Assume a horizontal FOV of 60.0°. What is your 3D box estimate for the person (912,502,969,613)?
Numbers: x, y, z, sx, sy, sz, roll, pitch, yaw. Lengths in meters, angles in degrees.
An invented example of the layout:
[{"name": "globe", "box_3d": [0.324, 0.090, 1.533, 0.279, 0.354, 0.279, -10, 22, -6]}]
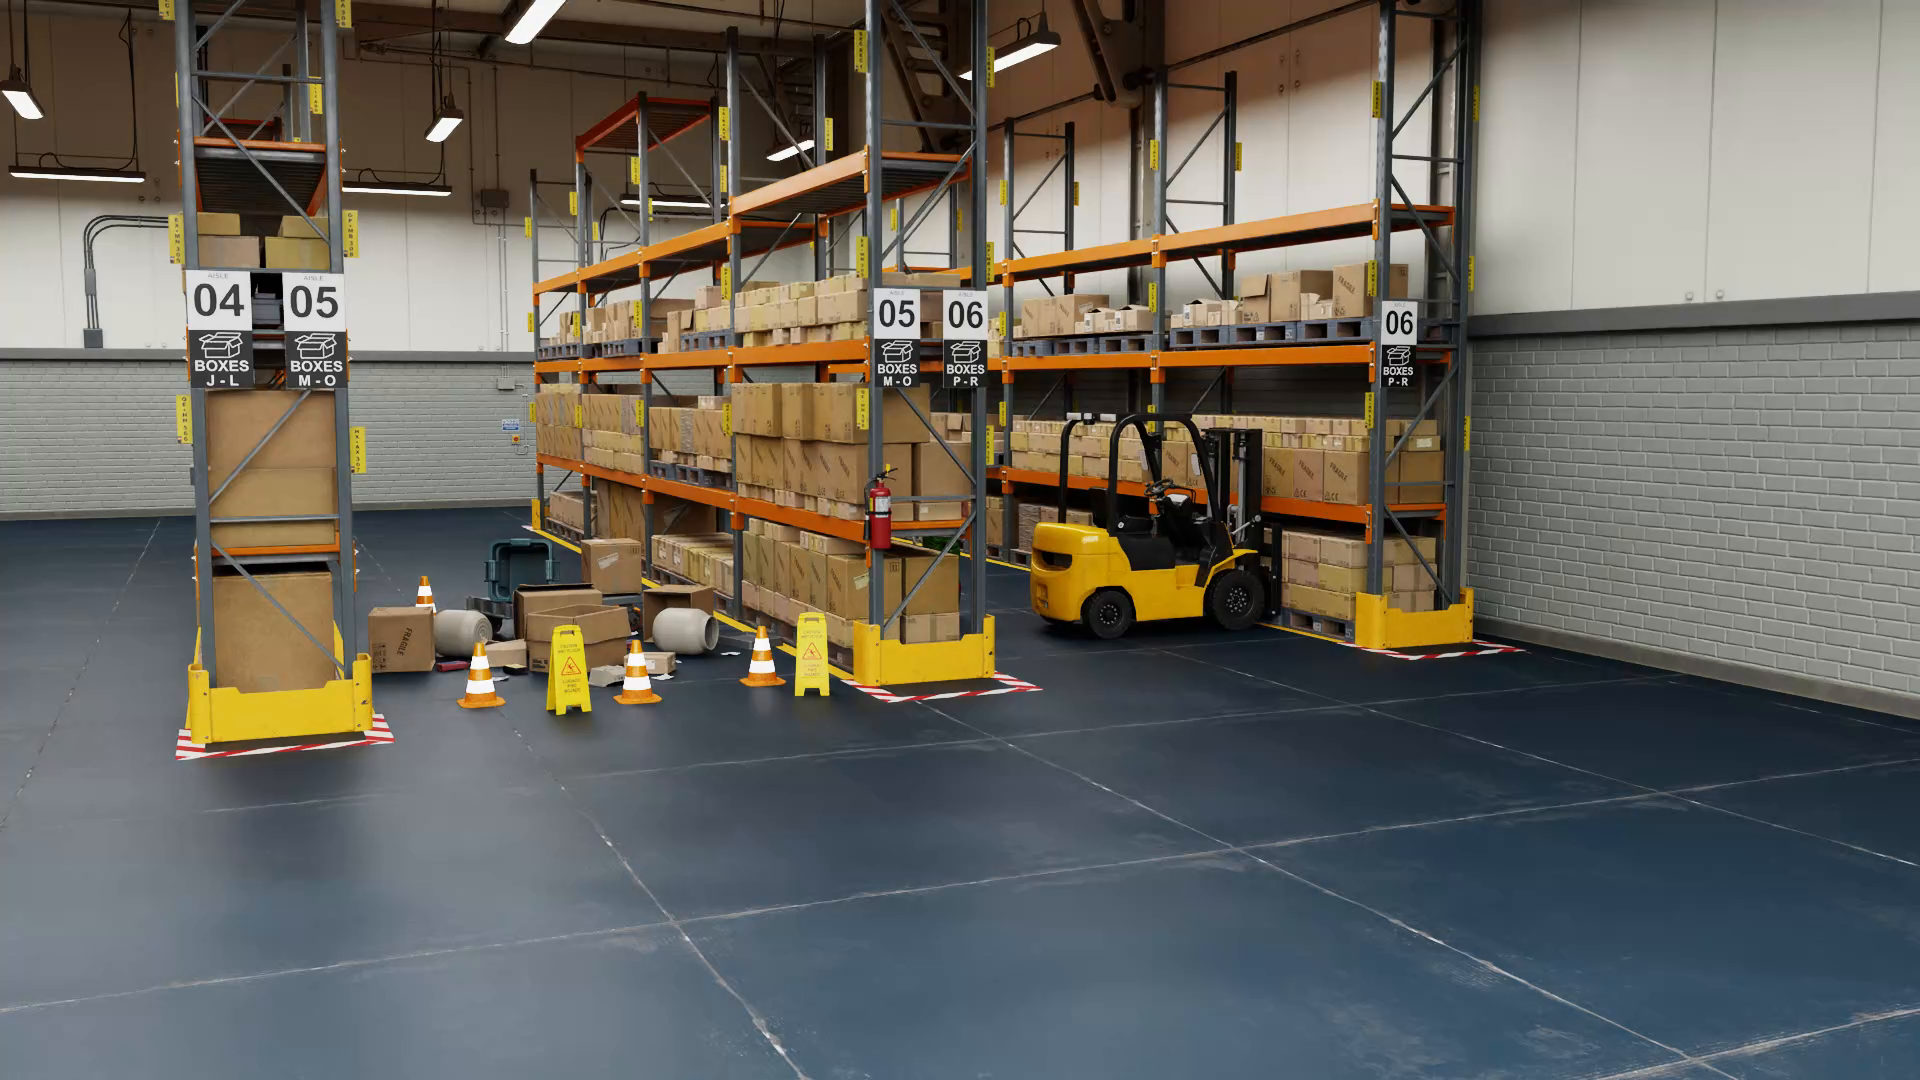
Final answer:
[{"name": "person", "box_3d": [-0.231, -0.085, 17.403, 0.637, 1.785, 0.562, -3, 6, -25]}]
